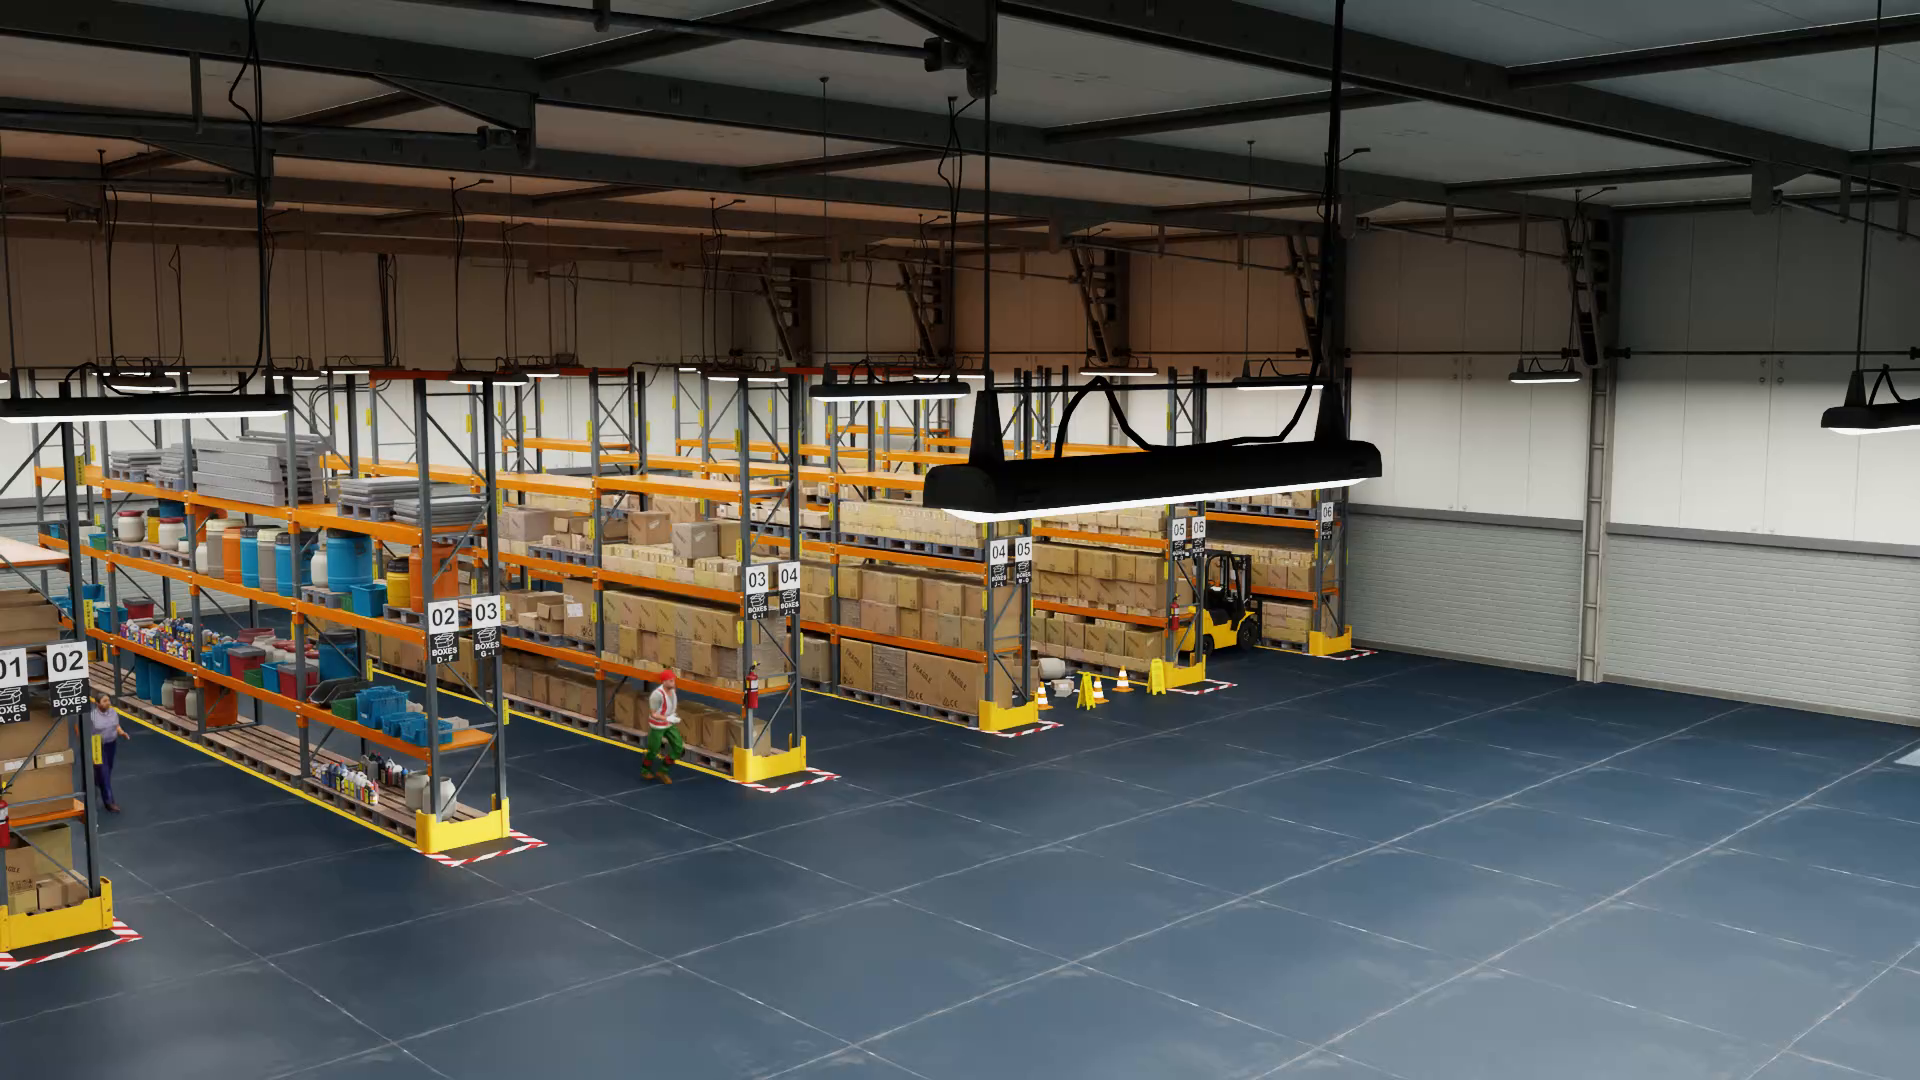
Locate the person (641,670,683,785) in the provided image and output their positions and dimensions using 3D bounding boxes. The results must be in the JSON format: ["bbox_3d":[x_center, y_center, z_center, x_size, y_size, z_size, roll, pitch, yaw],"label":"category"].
[{"bbox_3d":[-4.390,2.728,24.370,0.799,1.740,0.641,5,8,39],"label":"person"}]

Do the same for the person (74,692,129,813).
[{"bbox_3d":[-11.979,2.919,23.135,0.917,1.646,0.582,3,7,28],"label":"person"}]

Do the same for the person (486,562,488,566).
[{"bbox_3d":[-10.997,1.263,38.081,0.978,1.584,0.676,5,8,38],"label":"person"}]
